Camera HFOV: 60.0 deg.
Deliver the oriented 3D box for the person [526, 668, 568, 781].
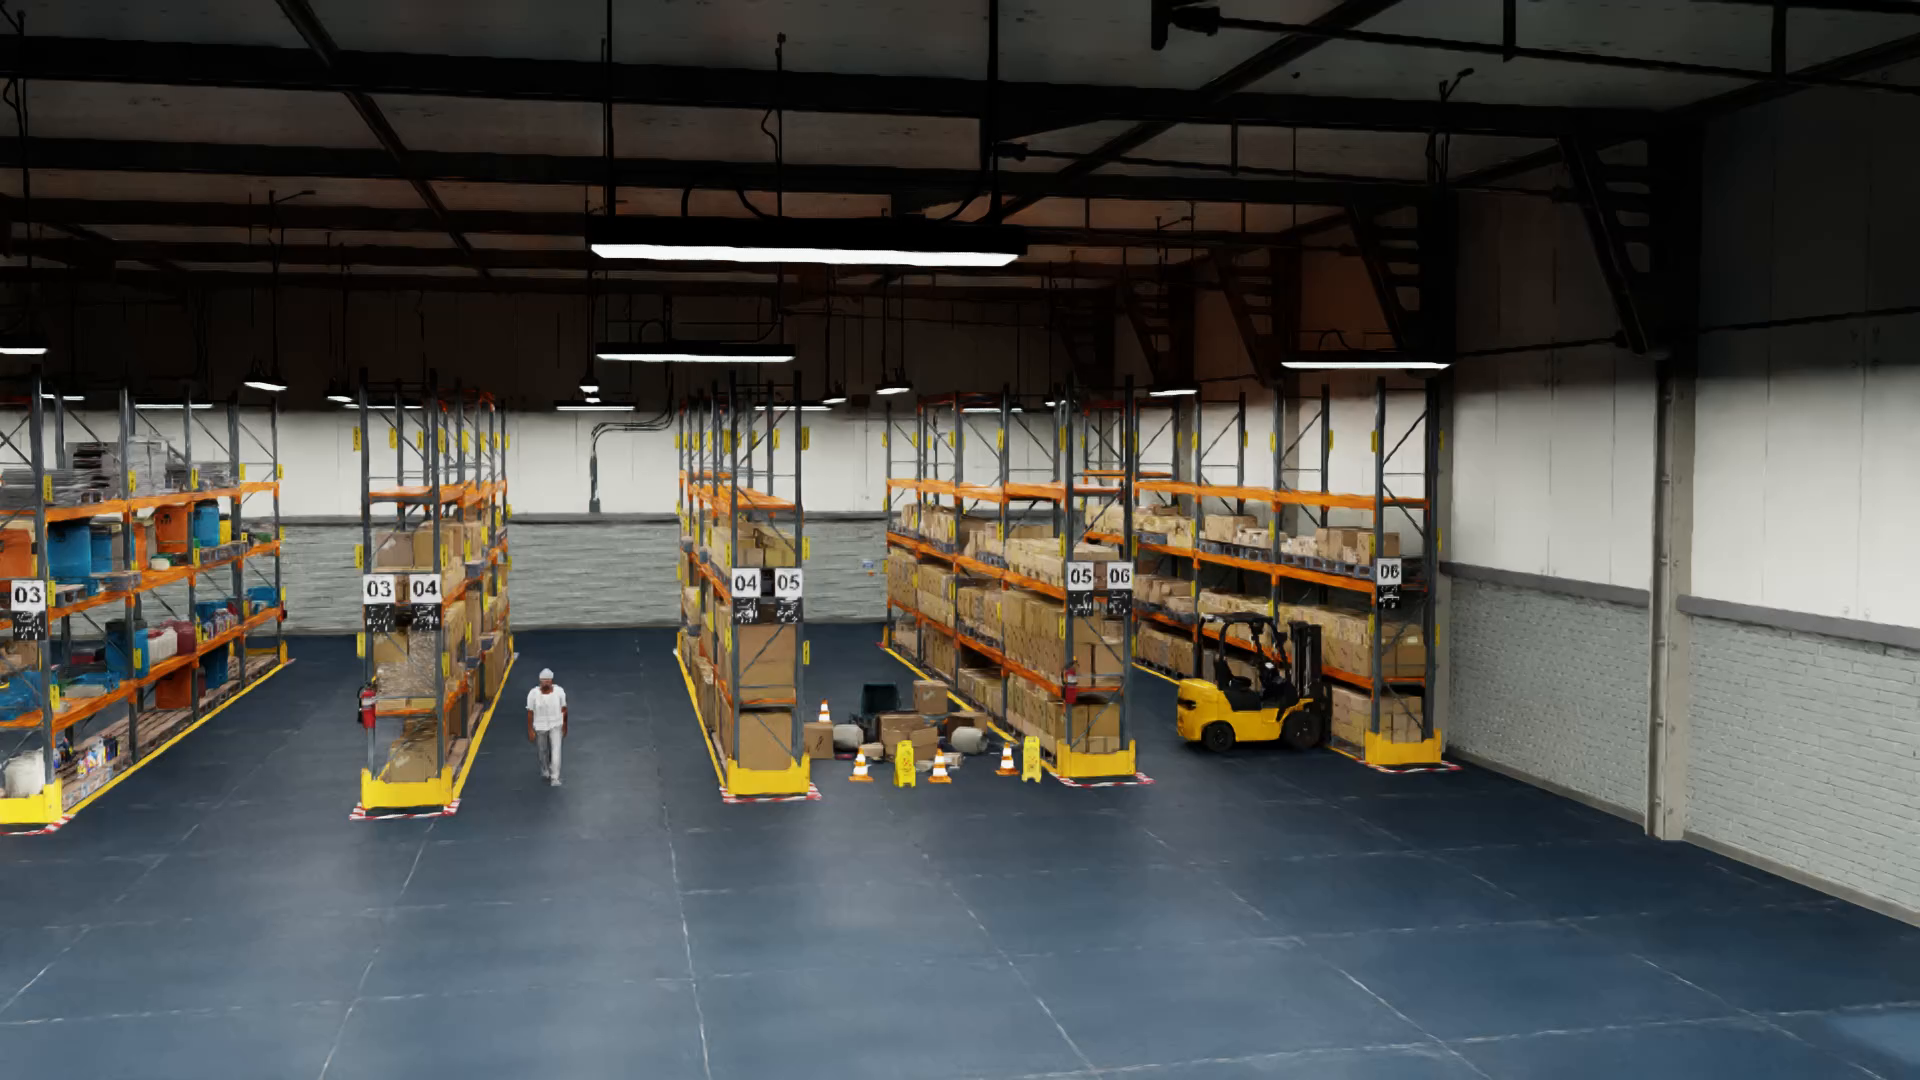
[{"bbox_3d":[-6.041,2.671,24.331,0.577,1.638,0.942,-1,3,-10],"label":"person"}]
